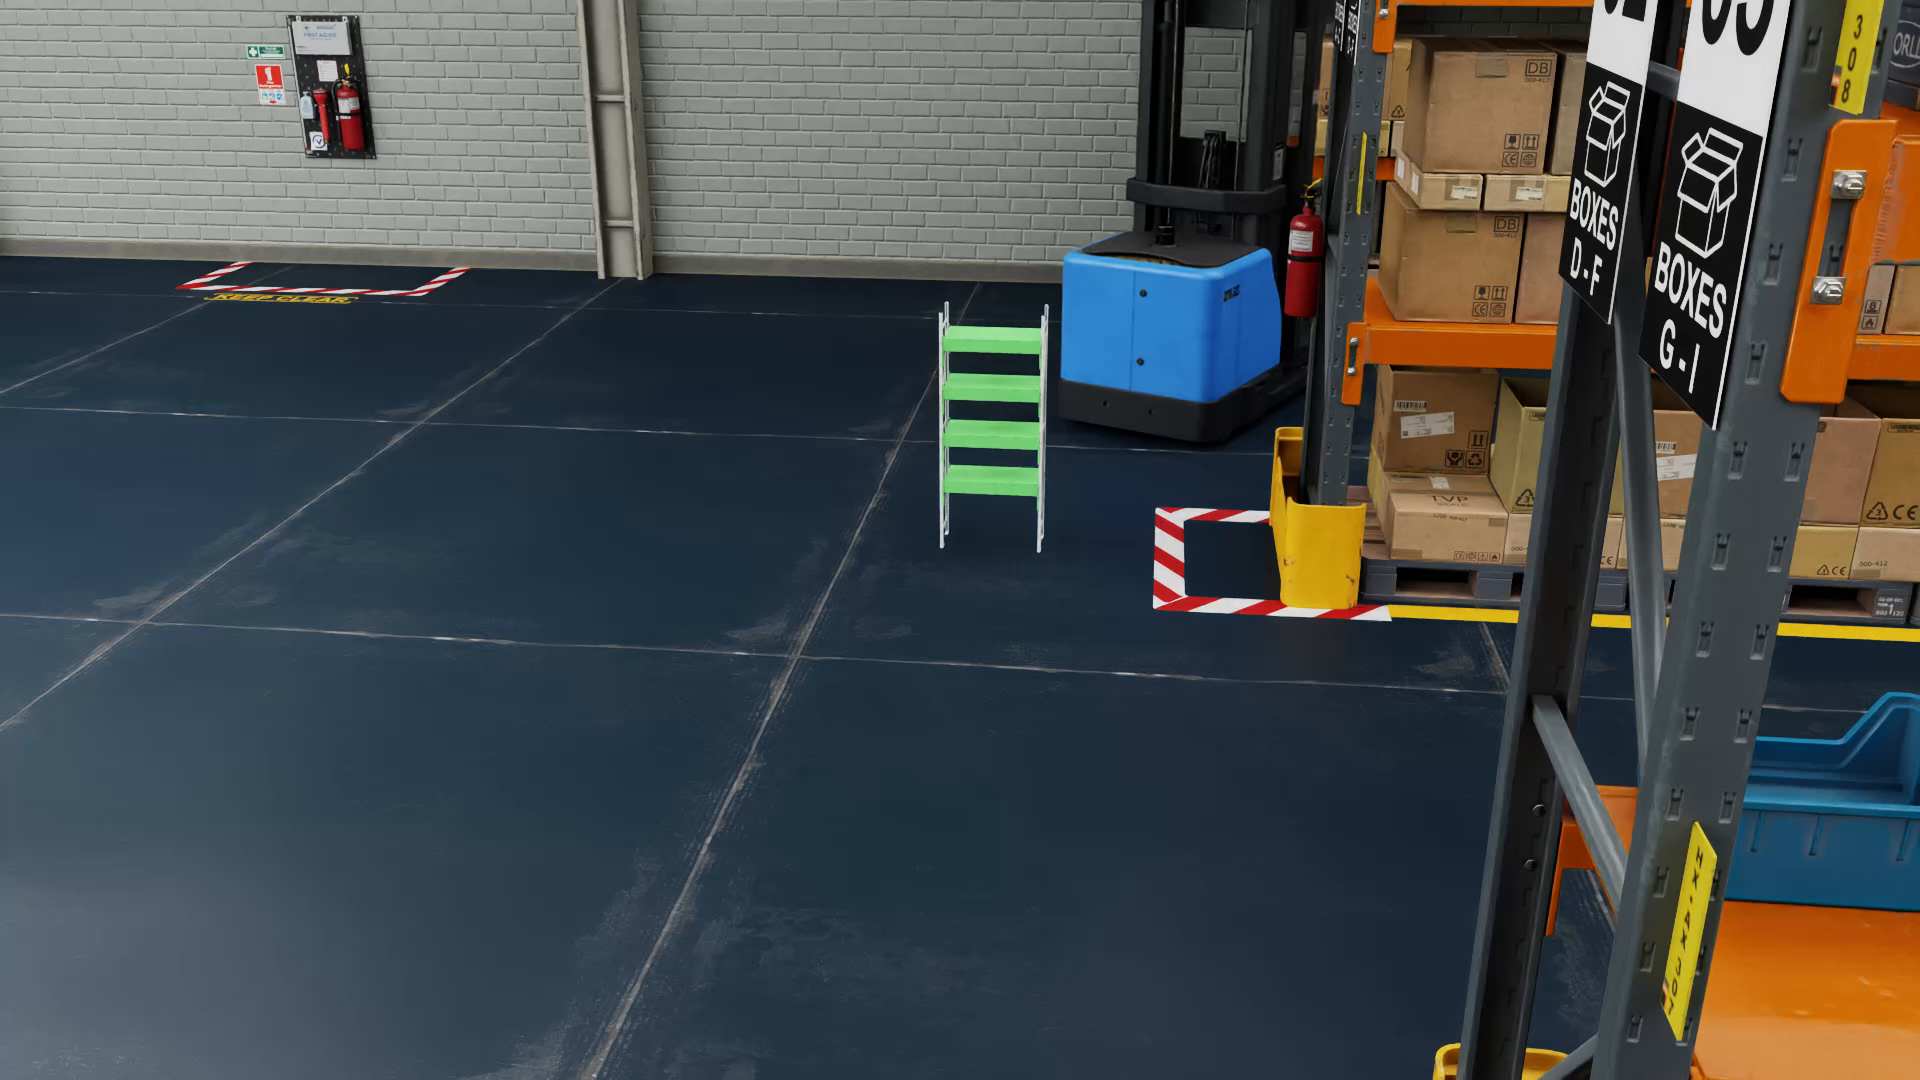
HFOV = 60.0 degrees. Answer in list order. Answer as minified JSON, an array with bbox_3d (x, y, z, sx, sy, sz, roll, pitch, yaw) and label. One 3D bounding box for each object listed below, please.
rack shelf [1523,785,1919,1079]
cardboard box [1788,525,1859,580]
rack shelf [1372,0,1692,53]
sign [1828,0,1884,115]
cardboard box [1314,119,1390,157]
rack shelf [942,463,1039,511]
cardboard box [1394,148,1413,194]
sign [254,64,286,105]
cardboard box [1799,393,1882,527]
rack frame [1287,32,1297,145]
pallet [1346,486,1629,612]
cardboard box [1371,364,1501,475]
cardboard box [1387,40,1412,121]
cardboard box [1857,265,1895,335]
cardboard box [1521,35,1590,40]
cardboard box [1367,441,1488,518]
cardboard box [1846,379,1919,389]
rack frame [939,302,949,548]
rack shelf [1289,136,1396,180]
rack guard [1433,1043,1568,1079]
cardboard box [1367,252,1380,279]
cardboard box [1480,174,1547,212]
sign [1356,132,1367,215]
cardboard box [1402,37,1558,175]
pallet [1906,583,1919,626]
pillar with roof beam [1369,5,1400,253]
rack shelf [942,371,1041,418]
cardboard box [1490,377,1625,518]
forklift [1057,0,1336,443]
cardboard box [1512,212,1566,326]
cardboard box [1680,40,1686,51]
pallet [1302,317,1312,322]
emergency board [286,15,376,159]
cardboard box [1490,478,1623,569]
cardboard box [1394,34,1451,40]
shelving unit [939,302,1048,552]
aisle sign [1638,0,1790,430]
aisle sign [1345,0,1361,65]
[{"bbox_3d":[3.147,0.937,2.967,4.000,0.370,1.077,2,22,6],"label":"rack shelf"},{"bbox_3d":[3.743,-0.039,7.626,0.500,0.250,0.500,2,22,6],"label":"cardboard box"},{"bbox_3d":[3.733,-2.266,6.990,4.000,0.370,1.077,2,22,6],"label":"rack shelf"},{"bbox_3d":[1.092,-0.682,1.993,0.005,0.325,0.100,2,22,6],"label":"sign"},{"bbox_3d":[2.774,-2.903,11.880,0.500,0.250,0.500,2,22,5],"label":"cardboard box"},{"bbox_3d":[0.164,-0.268,8.313,0.480,0.148,0.258,2,22,6],"label":"rack shelf"},{"bbox_3d":[2.149,-1.693,7.624,0.250,0.149,0.380,2,22,5],"label":"cardboard box"},{"bbox_3d":[-5.821,-3.845,14.037,0.234,0.329,0.001,2,22,6],"label":"sign"},{"bbox_3d":[3.743,-0.387,7.487,0.500,0.500,0.500,2,22,6],"label":"cardboard box"},{"bbox_3d":[2.327,-3.101,12.203,0.127,3.000,1.000,2,22,6],"label":"rack frame"},{"bbox_3d":[2.512,0.023,8.095,1.213,0.211,1.003,2,22,6],"label":"pallet"},{"bbox_3d":[2.315,-0.643,8.134,0.500,0.500,0.500,2,22,6],"label":"cardboard box"},{"bbox_3d":[3.255,-3.234,11.696,0.500,0.500,0.500,3,22,6],"label":"cardboard box"},{"bbox_3d":[3.747,-1.248,7.380,0.500,0.500,0.700,3,22,8],"label":"cardboard box"},{"bbox_3d":[4.332,-3.378,12.062,0.500,0.500,0.500,3,22,7],"label":"cardboard box"},{"bbox_3d":[2.315,-0.293,8.270,0.500,0.250,0.500,2,22,6],"label":"cardboard box"},{"bbox_3d":[4.303,-0.562,7.930,0.500,0.500,0.500,2,22,6],"label":"cardboard box"},{"bbox_3d":[-0.078,-0.561,8.228,0.015,1.200,0.240,2,22,6],"label":"rack frame"},{"bbox_3d":[4.313,-2.680,12.116,4.000,0.370,1.077,2,22,6],"label":"rack shelf"},{"bbox_3d":[1.242,1.665,3.548,0.348,0.500,1.175,2,22,6],"label":"rack guard"},{"bbox_3d":[3.003,-1.992,12.457,0.500,0.311,0.500,0,22,0],"label":"cardboard box"},{"bbox_3d":[2.374,-1.534,7.222,0.250,0.149,0.380,2,22,5],"label":"cardboard box"},{"bbox_3d":[1.676,-1.529,6.942,0.005,0.325,0.100,2,22,6],"label":"sign"},{"bbox_3d":[2.262,-1.915,7.302,0.500,0.500,0.700,3,22,6],"label":"cardboard box"},{"bbox_3d":[4.935,0.128,7.828,1.213,0.211,1.003,2,22,6],"label":"pallet"},{"bbox_3d":[2.617,-4.604,7.846,0.400,9.000,9.100,2,22,6],"label":"pillar with roof beam"},{"bbox_3d":[0.164,-0.715,8.136,0.480,0.148,0.258,2,22,6],"label":"rack shelf"},{"bbox_3d":[2.750,-0.432,7.601,0.500,0.500,0.500,2,22,6],"label":"cardboard box"},{"bbox_3d":[1.804,-2.421,10.578,1.130,2.935,3.031,13,25,30],"label":"forklift"},{"bbox_3d":[2.732,-1.293,7.493,0.500,0.500,0.700,3,22,8],"label":"cardboard box"},{"bbox_3d":[3.286,-1.872,7.195,0.500,0.500,0.700,3,22,7],"label":"cardboard box"},{"bbox_3d":[3.205,-1.753,12.586,1.213,0.211,1.003,2,22,6],"label":"pallet"},{"bbox_3d":[-5.284,-3.767,13.887,0.643,1.169,0.194,2,22,6],"label":"emergency board"},{"bbox_3d":[2.751,-0.084,7.741,0.500,0.250,0.500,2,22,6],"label":"cardboard box"},{"bbox_3d":[3.318,-3.421,12.169,0.500,0.500,0.500,3,22,7],"label":"cardboard box"},{"bbox_3d":[0.164,-0.551,8.201,0.503,1.200,0.258,2,22,6],"label":"shelving unit"},{"bbox_3d":[1.055,-0.589,2.313,0.004,0.787,0.394,2,22,6],"label":"aisle sign"},{"bbox_3d":[1.646,-2.392,6.874,0.004,0.787,0.394,2,22,6],"label":"aisle sign"}]
